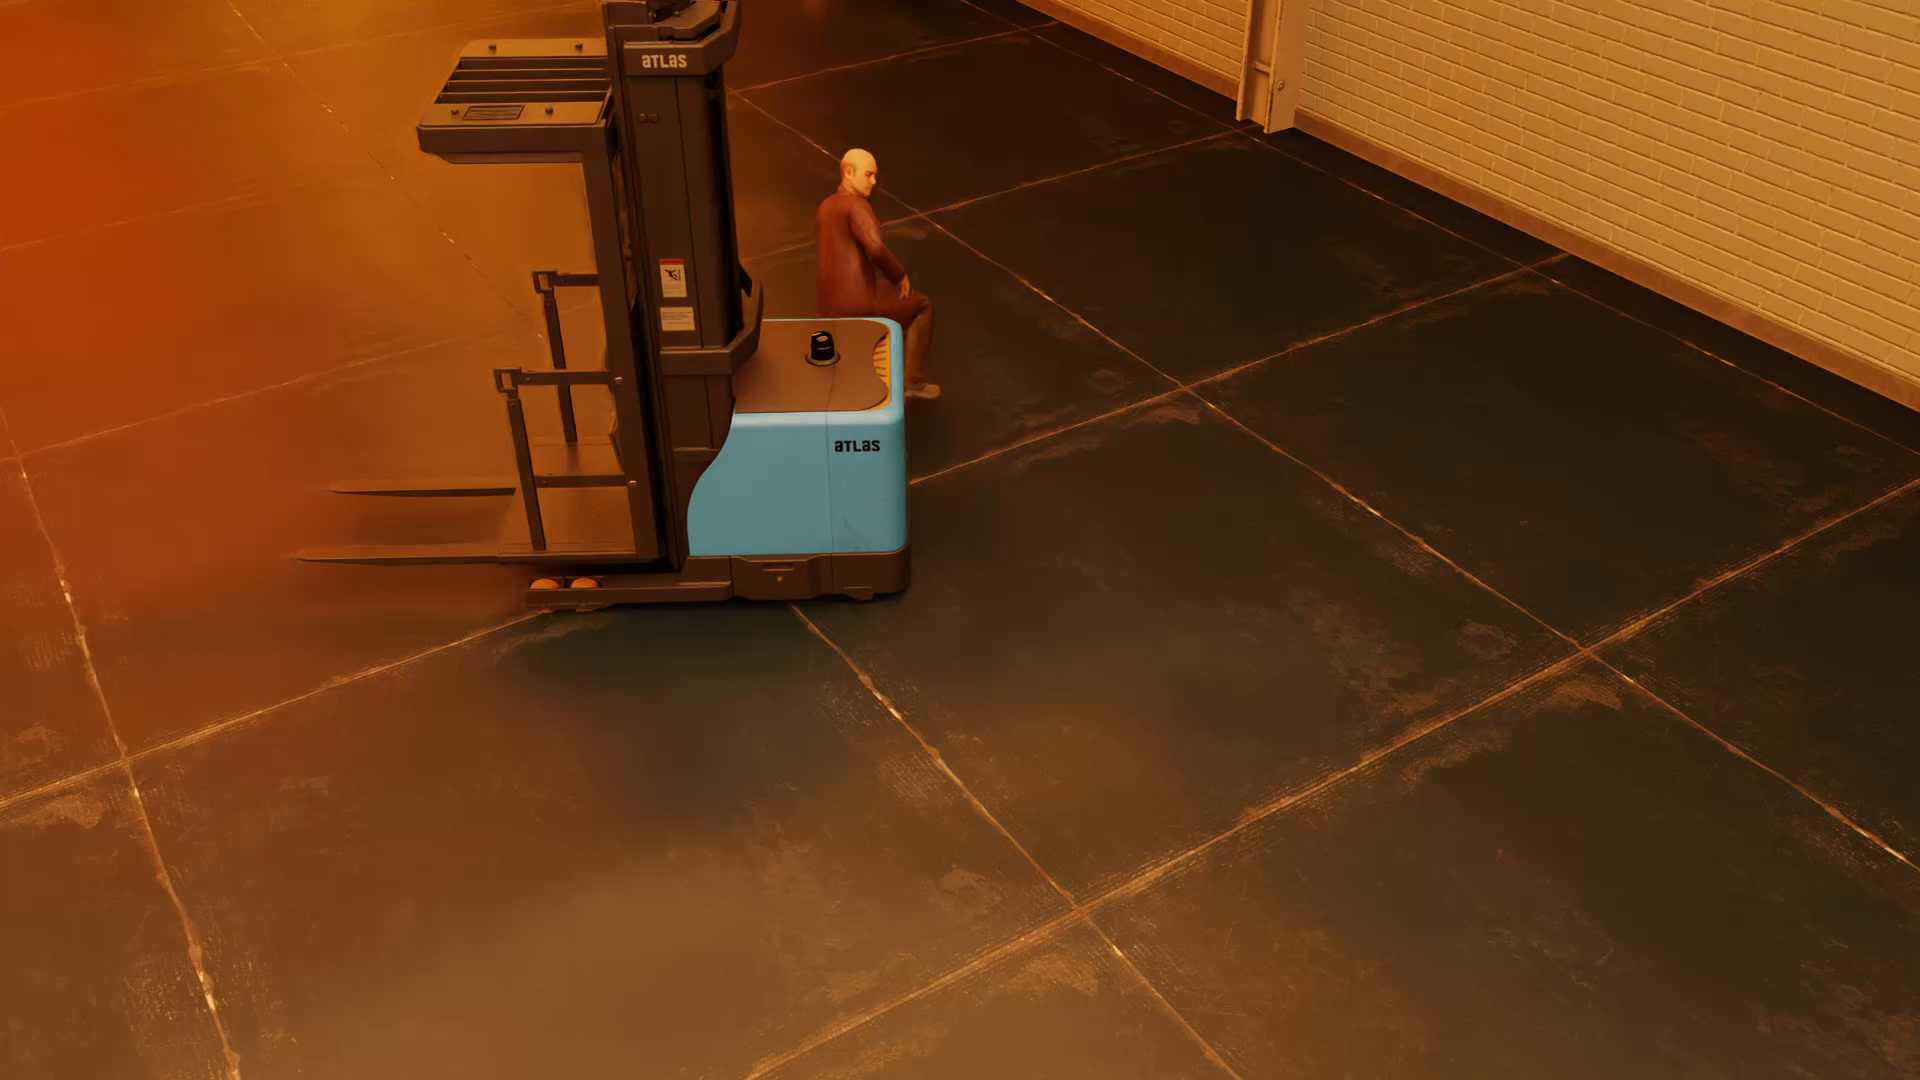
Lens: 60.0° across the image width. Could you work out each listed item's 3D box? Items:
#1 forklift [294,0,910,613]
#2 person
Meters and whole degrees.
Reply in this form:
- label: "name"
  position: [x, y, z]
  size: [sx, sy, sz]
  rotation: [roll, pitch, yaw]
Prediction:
- label: "forklift"
  position: [-1.777, -1.151, 7.786]
  size: [3.031, 2.935, 1.130]
  rotation: [-1, 35, -2]
- label: "person"
  position: [-0.552, -1.472, 9.544]
  size: [0.711, 1.555, 0.898]
  rotation: [-28, 44, -34]
